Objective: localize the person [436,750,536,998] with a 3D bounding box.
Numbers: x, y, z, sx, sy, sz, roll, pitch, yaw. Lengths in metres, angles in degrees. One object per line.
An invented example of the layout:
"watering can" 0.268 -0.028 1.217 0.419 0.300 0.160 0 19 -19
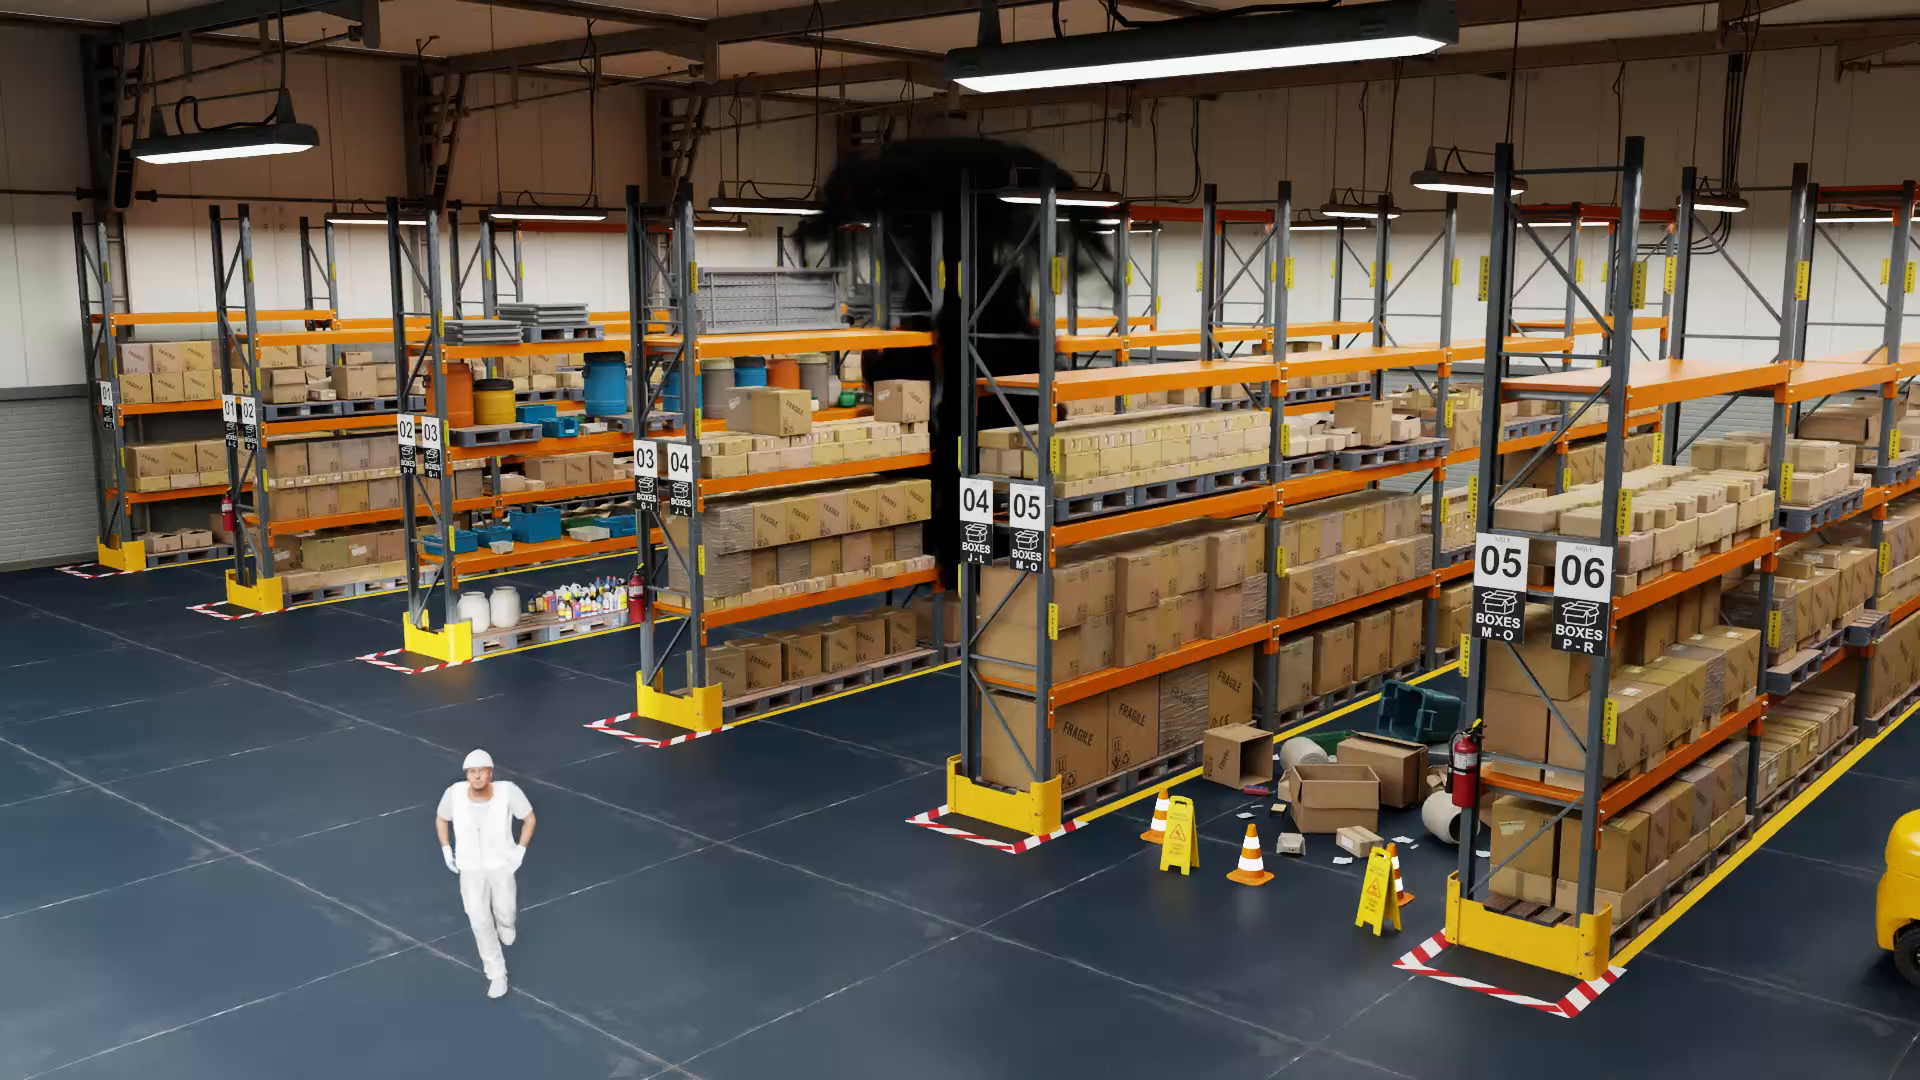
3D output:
"person" -3.423 2.340 12.037 0.706 1.753 0.780 -1 10 -8

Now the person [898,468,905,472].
"person" -0.985 -1.208 33.071 0.717 1.749 1.005 5 11 27
